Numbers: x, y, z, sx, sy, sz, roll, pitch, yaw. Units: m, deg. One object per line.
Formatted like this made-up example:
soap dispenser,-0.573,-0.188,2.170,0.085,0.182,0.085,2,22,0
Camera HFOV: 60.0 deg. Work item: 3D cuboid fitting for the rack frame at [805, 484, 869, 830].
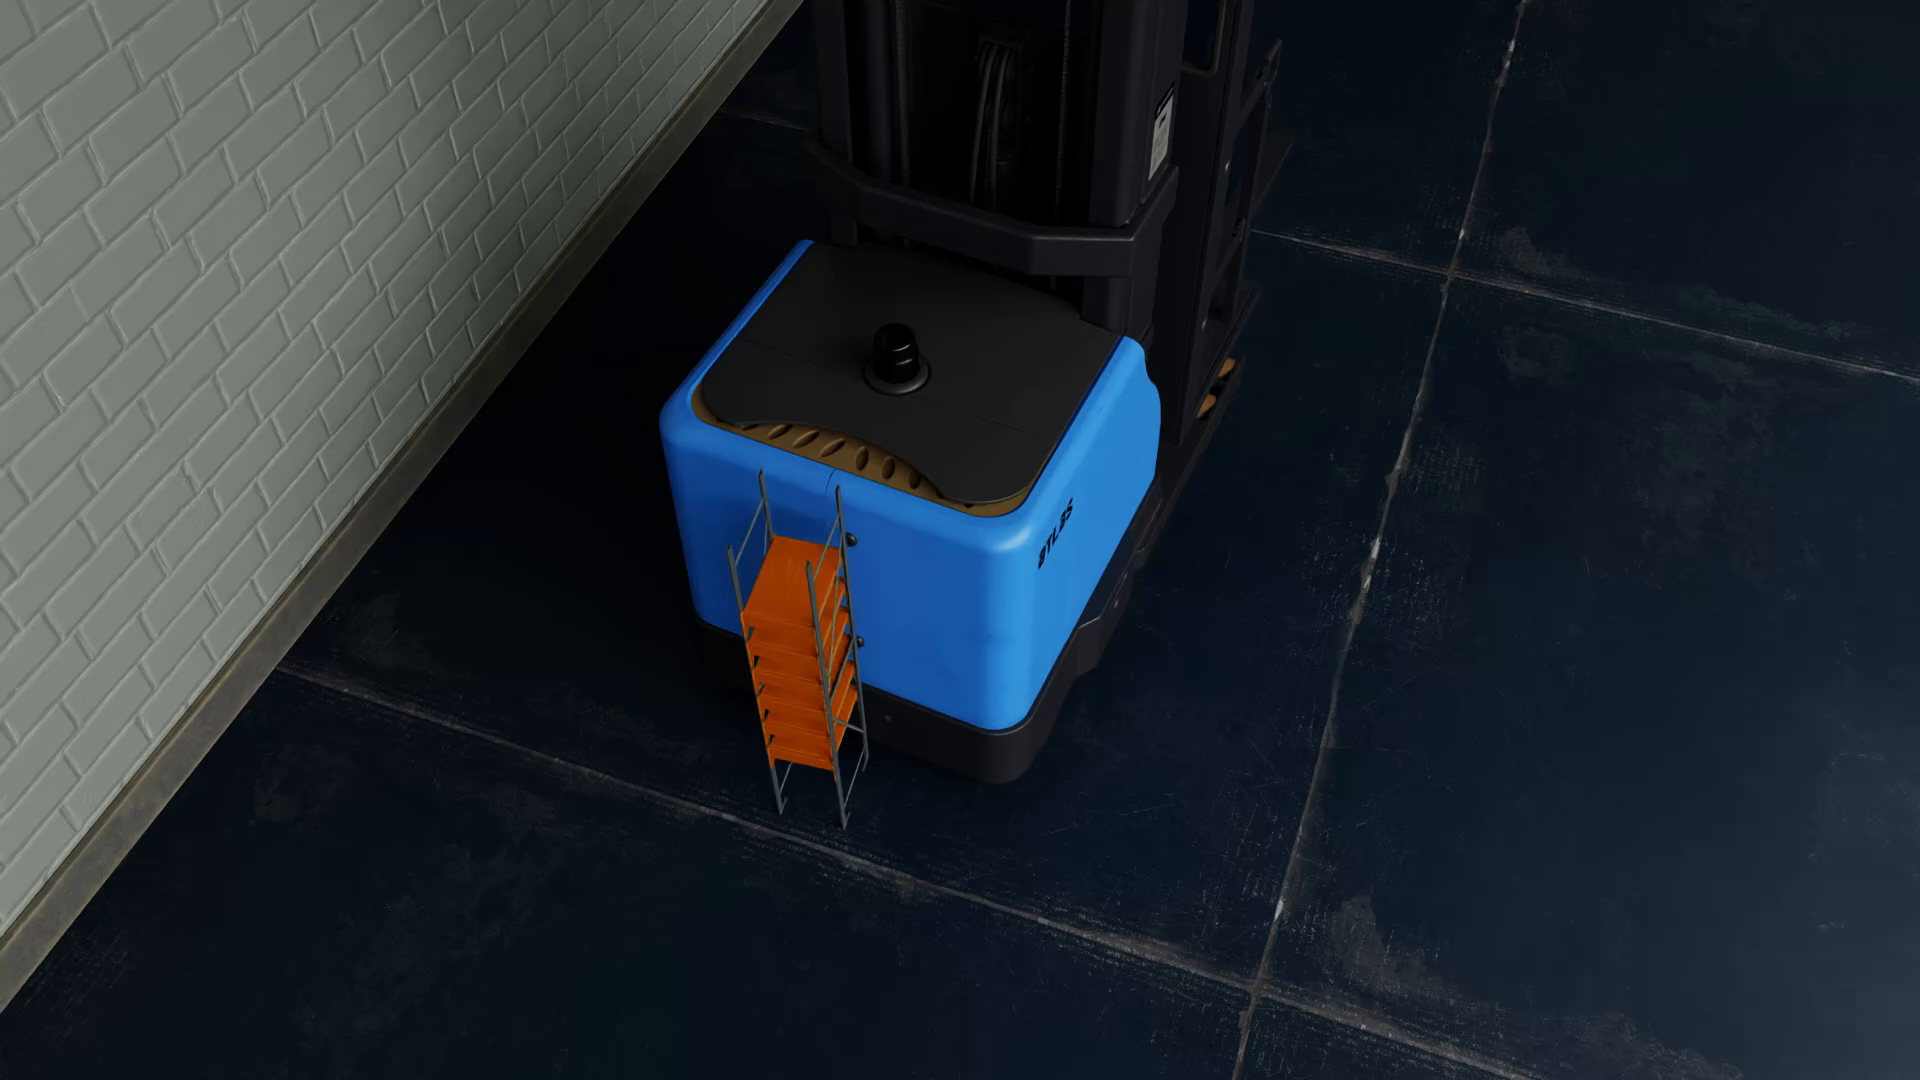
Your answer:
rack frame,-0.297,0.334,4.157,0.006,1.200,0.240,11,53,9

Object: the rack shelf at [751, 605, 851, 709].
rack shelf,-0.386,0.270,4.112,0.180,0.103,0.258,11,53,9

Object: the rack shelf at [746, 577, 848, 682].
rack shelf,-0.387,0.197,4.017,0.180,0.103,0.258,11,53,9

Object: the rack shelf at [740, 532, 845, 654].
rack shelf,-0.389,0.123,3.923,0.180,0.103,0.258,11,53,9

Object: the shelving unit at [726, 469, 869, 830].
shelving unit,-0.385,0.317,4.172,0.189,1.200,0.258,11,53,9

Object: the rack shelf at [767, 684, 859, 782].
rack shelf,-0.382,0.491,4.396,0.180,0.103,0.258,11,53,9

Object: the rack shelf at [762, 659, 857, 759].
rack shelf,-0.383,0.418,4.302,0.180,0.103,0.258,11,53,9

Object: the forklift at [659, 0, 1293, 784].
forklift,0.312,-1.419,4.540,1.130,2.935,3.031,19,52,16

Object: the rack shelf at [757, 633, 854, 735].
rack shelf,-0.385,0.344,4.207,0.180,0.103,0.258,11,53,9

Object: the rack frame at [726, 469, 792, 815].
rack frame,-0.474,0.299,4.187,0.006,1.200,0.240,11,53,9
